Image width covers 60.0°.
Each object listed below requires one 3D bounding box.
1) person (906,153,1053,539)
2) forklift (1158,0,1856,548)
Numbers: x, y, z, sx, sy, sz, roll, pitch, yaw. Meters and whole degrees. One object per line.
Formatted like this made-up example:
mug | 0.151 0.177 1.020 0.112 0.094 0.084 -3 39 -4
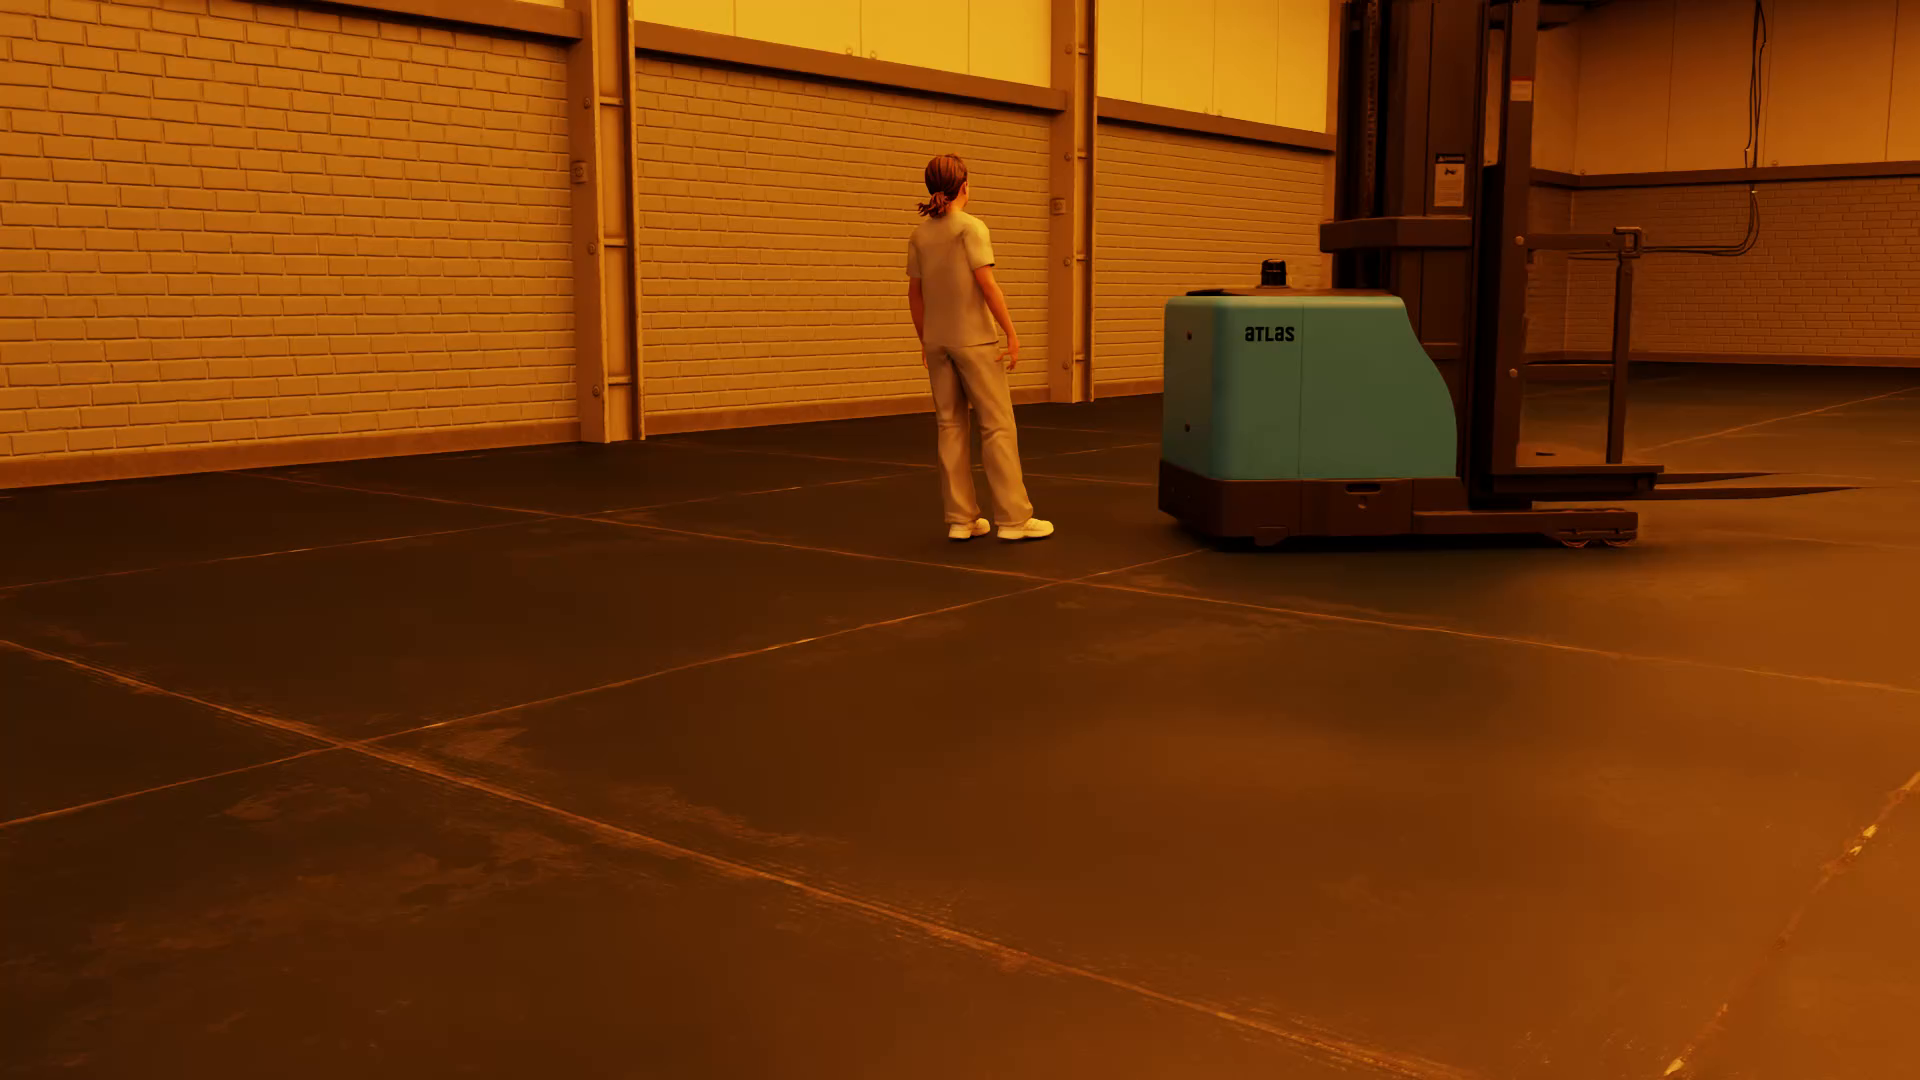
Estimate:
person | 0.057 -0.844 7.331 0.549 1.674 0.548 7 11 38
forklift | 2.499 -1.490 7.465 3.031 2.935 1.130 -1 8 -7
